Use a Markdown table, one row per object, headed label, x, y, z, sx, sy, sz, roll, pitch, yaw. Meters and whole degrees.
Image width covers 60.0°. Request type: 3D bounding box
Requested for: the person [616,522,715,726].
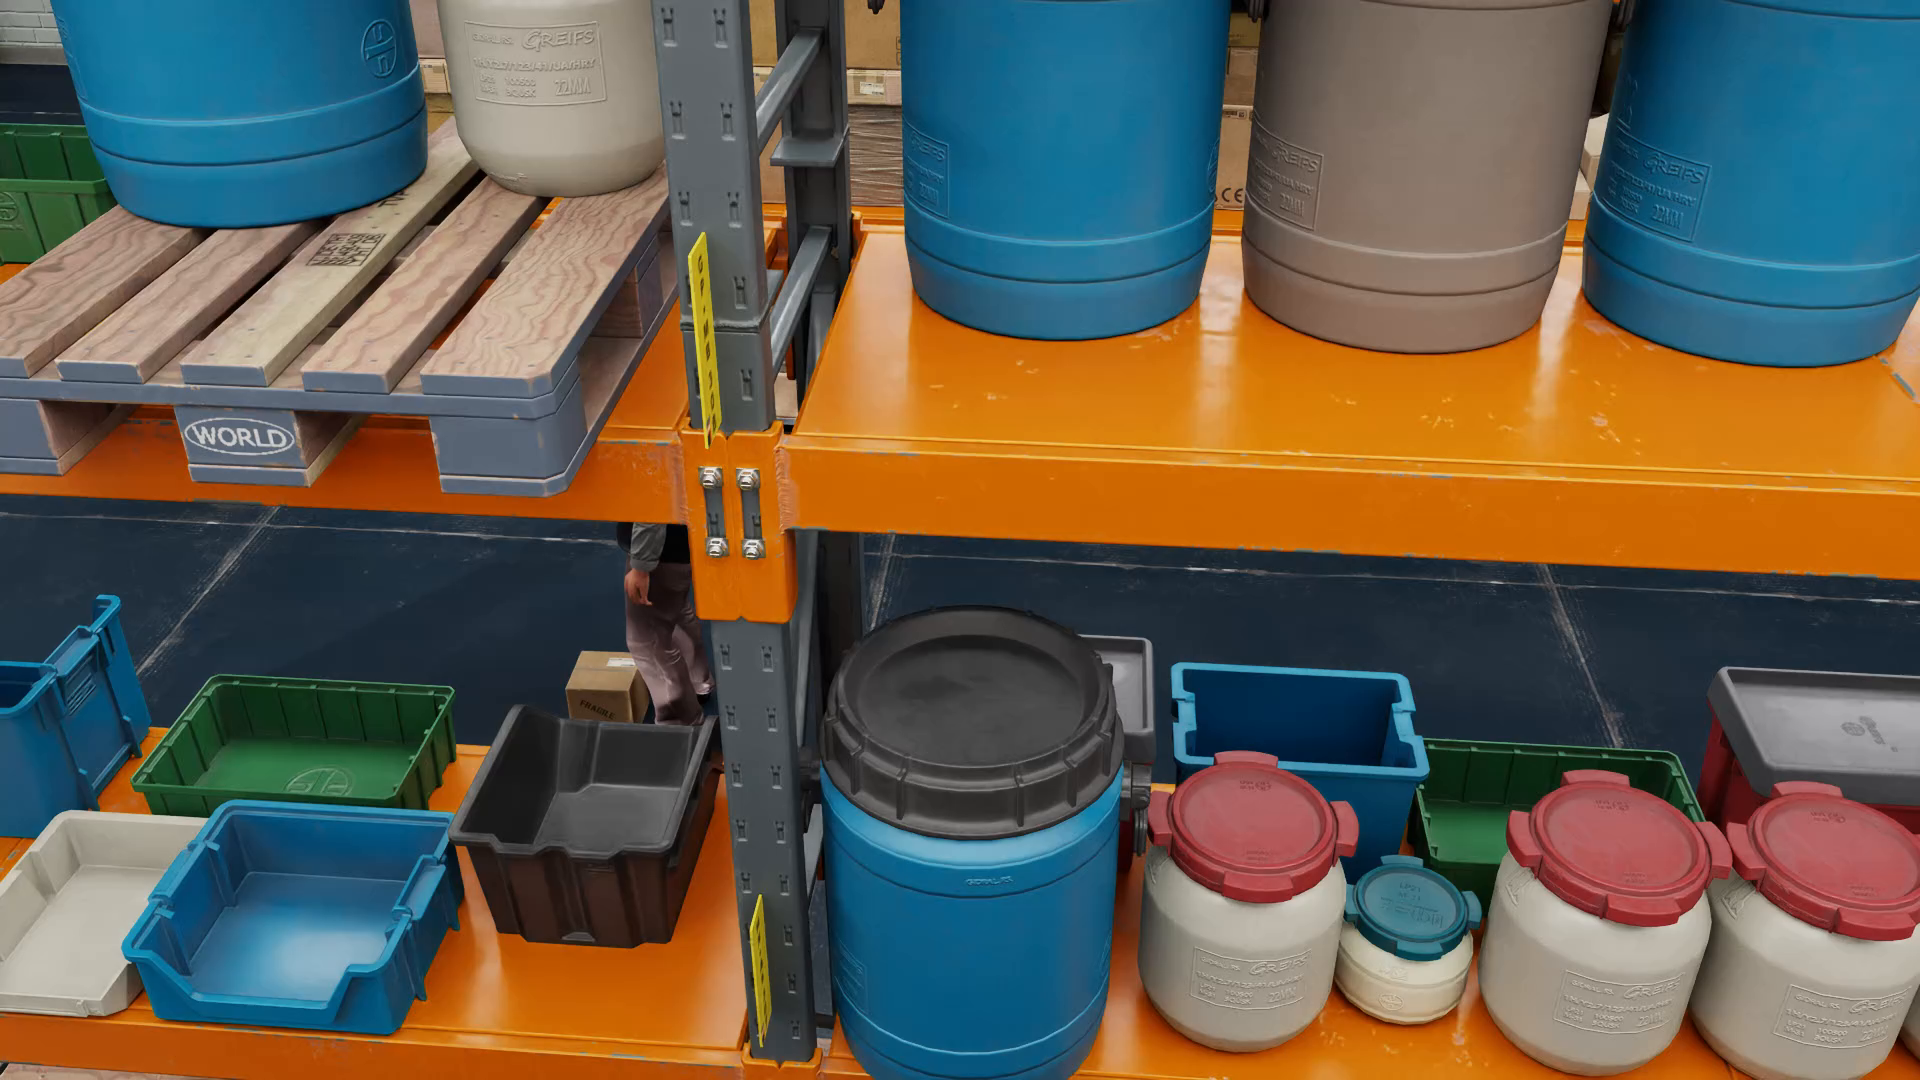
| label | x | y | z | sx | sy | sz | roll | pitch | yaw |
| --- | --- | --- | --- | --- | --- | --- | --- | --- | --- |
| person | -1.107 | 0.001 | 6.157 | 0.425 | 1.720 | 0.592 | 1 | 32 | 1 |
